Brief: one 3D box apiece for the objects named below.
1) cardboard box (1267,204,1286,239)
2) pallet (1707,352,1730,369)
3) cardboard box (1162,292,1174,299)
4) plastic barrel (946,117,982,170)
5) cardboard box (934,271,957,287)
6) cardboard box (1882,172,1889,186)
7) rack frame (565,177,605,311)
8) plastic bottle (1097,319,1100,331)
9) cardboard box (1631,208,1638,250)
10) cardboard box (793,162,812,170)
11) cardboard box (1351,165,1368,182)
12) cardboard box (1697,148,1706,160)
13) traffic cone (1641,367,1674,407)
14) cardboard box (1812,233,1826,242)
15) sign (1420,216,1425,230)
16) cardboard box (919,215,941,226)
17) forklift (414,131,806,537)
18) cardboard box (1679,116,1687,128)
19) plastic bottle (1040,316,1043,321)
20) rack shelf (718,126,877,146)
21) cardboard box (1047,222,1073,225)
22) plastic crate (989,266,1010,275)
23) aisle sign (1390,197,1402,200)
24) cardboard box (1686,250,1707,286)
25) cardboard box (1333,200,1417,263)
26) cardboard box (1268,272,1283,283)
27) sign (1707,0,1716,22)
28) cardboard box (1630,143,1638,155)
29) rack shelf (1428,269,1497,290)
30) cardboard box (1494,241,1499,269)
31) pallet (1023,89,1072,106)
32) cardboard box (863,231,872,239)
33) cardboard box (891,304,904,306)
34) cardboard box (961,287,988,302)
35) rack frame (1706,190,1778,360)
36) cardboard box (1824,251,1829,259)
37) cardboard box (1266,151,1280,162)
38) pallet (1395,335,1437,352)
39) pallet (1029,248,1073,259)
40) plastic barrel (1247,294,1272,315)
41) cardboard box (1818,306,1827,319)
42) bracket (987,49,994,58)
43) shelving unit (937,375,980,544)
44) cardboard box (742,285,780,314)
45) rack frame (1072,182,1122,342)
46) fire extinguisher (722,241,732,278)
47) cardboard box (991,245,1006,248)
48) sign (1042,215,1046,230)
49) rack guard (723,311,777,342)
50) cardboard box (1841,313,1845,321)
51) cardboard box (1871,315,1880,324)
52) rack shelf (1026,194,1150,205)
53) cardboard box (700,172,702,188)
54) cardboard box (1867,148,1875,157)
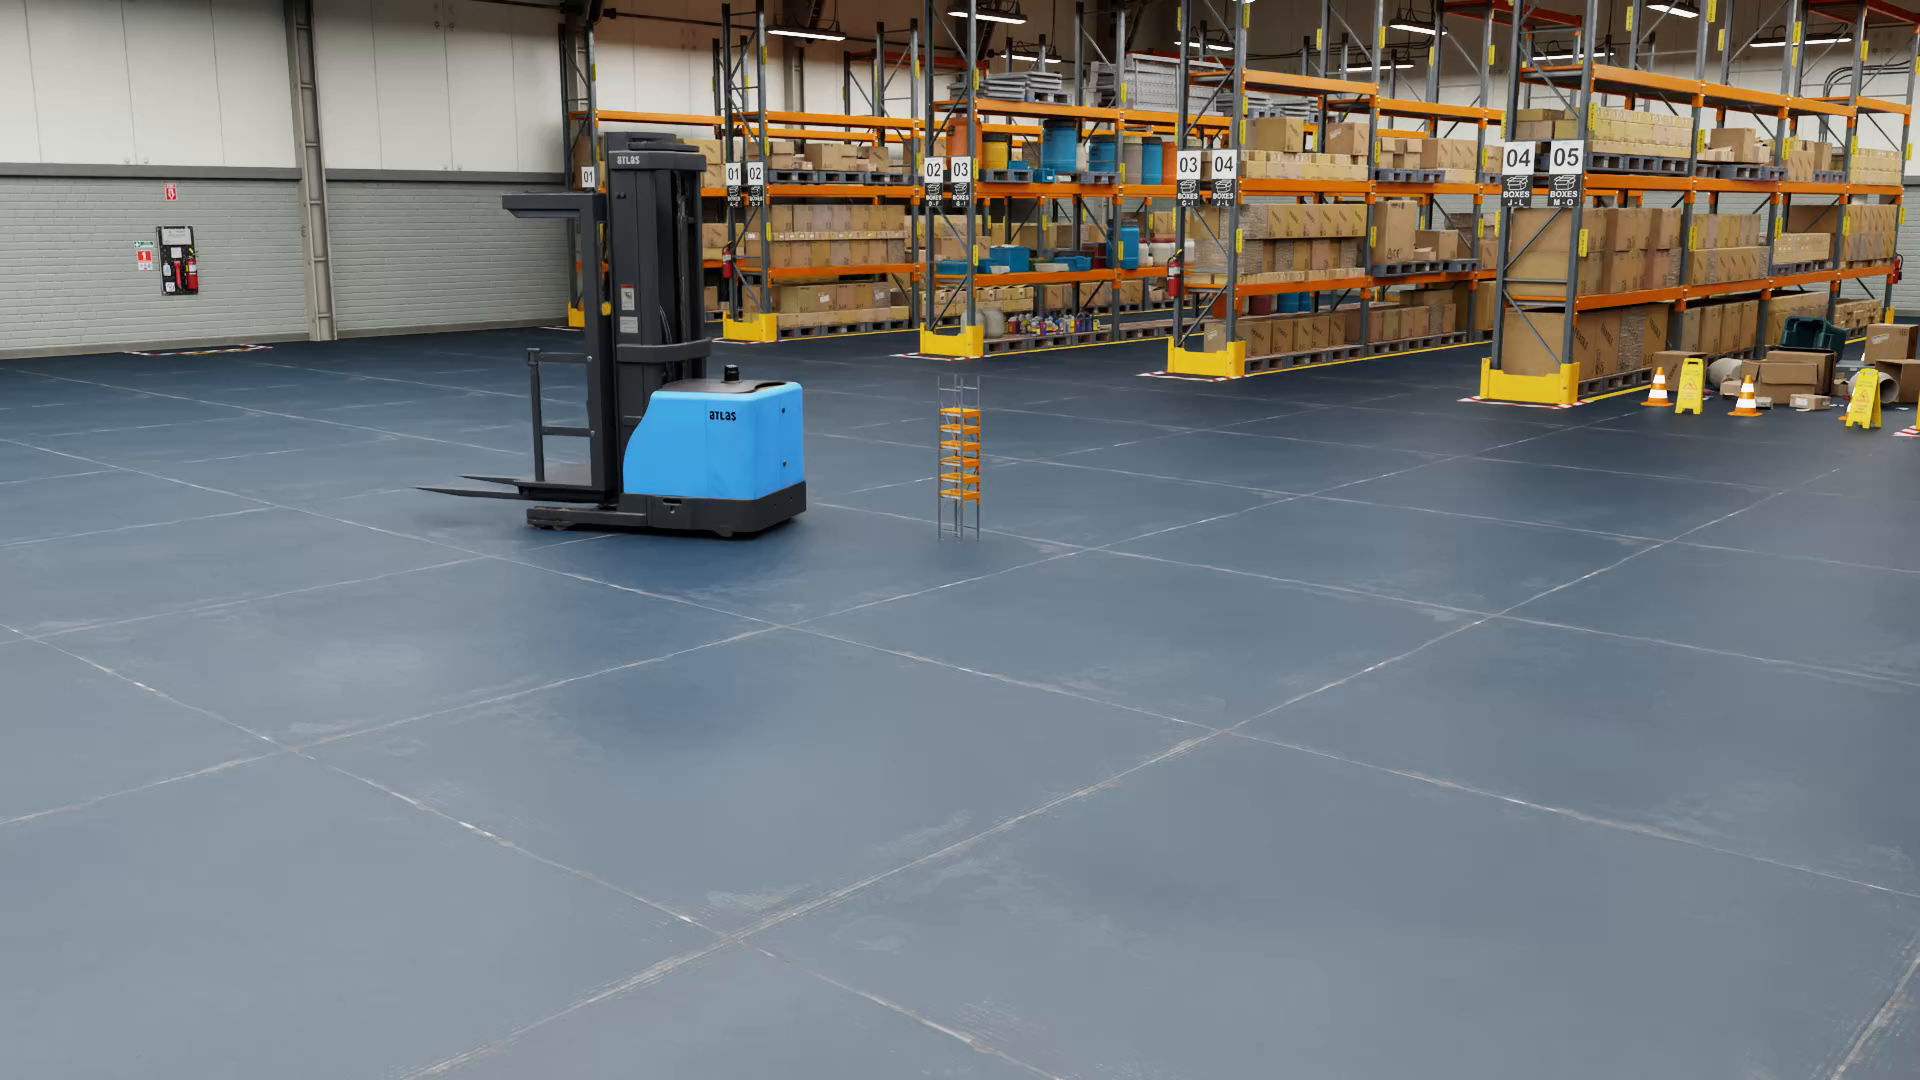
[{"bbox_3d":[4.465,-4.711,24.571,0.500,0.500,0.500,10,15,40],"label":"cardboard box"},{"bbox_3d":[11.120,-2.776,25.570,1.003,0.211,1.213,10,15,40],"label":"pallet"},{"bbox_3d":[5.048,-5.943,40.417,0.380,0.166,0.250,10,15,40],"label":"cardboard box"},{"bbox_3d":[0.067,-6.523,27.385,0.600,0.830,0.708,10,15,40],"label":"plastic barrel"},{"bbox_3d":[-0.595,-6.502,41.524,0.750,0.750,0.750,10,15,42],"label":"cardboard box"},{"bbox_3d":[17.013,-6.754,31.093,0.500,0.250,0.500,11,15,43],"label":"cardboard box"},{"bbox_3d":[-7.600,-5.829,33.735,1.000,3.000,0.127,10,15,40],"label":"rack frame"},{"bbox_3d":[2.477,-3.886,30.030,0.097,0.201,0.097,0,11,0],"label":"plastic bottle"},{"bbox_3d":[8.513,-4.156,22.222,0.875,0.550,0.500,10,15,40],"label":"cardboard box"},{"bbox_3d":[-2.968,-6.961,30.959,0.380,0.149,0.250,10,15,40],"label":"cardboard box"},{"bbox_3d":[6.098,-5.792,26.278,0.500,0.250,0.500,11,15,42],"label":"cardboard box"},{"bbox_3d":[10.448,-5.556,23.728,0.258,0.266,0.396,9,15,39],"label":"cardboard box"},{"bbox_3d":[8.638,-1.902,20.551,0.336,0.463,0.334,10,15,40],"label":"traffic cone"},{"bbox_3d":[14.847,-5.267,28.974,0.380,0.149,0.250,9,15,39],"label":"cardboard box"},{"bbox_3d":[8.424,-5.723,30.252,0.100,0.325,0.005,10,15,40],"label":"sign"},{"bbox_3d":[-0.812,-7.841,40.828,0.500,0.250,0.500,9,15,39],"label":"cardboard box"},{"bbox_3d":[-2.777,-1.605,12.762,3.031,2.935,1.130,4,12,17],"label":"forklift"},{"bbox_3d":[9.693,-5.701,22.717,0.380,0.149,0.250,10,15,40],"label":"cardboard box"},{"bbox_3d":[1.444,-3.895,29.894,0.097,0.271,0.097,0,11,0],"label":"plastic bottle"},{"bbox_3d":[-3.640,-9.104,37.676,1.077,0.370,4.000,10,15,40],"label":"rack shelf"},{"bbox_3d":[2.632,-8.253,45.109,0.980,0.700,0.700,11,16,43],"label":"cardboard box"},{"bbox_3d":[0.674,-4.508,27.798,0.298,0.136,0.250,10,15,40],"label":"plastic crate"},{"bbox_3d":[10.228,-8.225,39.098,0.394,0.787,0.004,10,15,40],"label":"aisle sign"},{"bbox_3d":[10.411,-3.931,23.980,0.500,0.500,0.500,10,15,41],"label":"cardboard box"},{"bbox_3d":[6.832,-5.095,27.457,1.000,1.000,1.000,10,15,41],"label":"cardboard box"},{"bbox_3d":[4.605,-3.940,24.919,0.380,0.149,0.250,10,15,40],"label":"cardboard box"},{"bbox_3d":[10.262,-7.242,22.705,0.100,0.325,0.005,10,15,40],"label":"sign"},{"bbox_3d":[8.521,-5.048,21.485,0.380,0.149,0.250,10,15,40],"label":"cardboard box"},{"bbox_3d":[10.163,-5.026,31.552,1.077,0.370,4.000,10,15,40],"label":"rack shelf"},{"bbox_3d":[9.707,-5.246,30.562,0.500,0.500,0.500,9,15,39],"label":"cardboard box"},{"bbox_3d":[1.154,-7.484,28.210,1.003,0.211,1.213,10,15,40],"label":"pallet"},{"bbox_3d":[-1.928,-5.927,32.316,0.380,0.149,0.250,10,15,40],"label":"cardboard box"},{"bbox_3d":[-1.180,-4.733,34.198,0.500,0.250,0.500,10,15,40],"label":"cardboard box"},{"bbox_3d":[0.238,-5.165,34.927,0.500,0.311,0.500,10,15,42],"label":"cardboard box"},{"bbox_3d":[12.502,-4.428,26.723,1.000,3.000,0.127,10,15,40],"label":"rack frame"},{"bbox_3d":[15.029,-5.015,29.232,0.380,0.149,0.250,9,15,39],"label":"cardboard box"},{"bbox_3d":[4.469,-5.620,24.399,0.380,0.149,0.250,11,15,43],"label":"cardboard box"},{"bbox_3d":[7.521,-3.423,28.812,1.003,0.211,1.213,10,15,40],"label":"pallet"},{"bbox_3d":[1.799,-6.380,36.987,1.213,0.211,1.003,10,15,40],"label":"pallet"},{"bbox_3d":[6.178,-4.988,34.613,0.600,0.588,0.708,10,15,40],"label":"plastic barrel"},{"bbox_3d":[14.843,-3.855,29.165,0.500,0.500,0.500,9,15,39],"label":"cardboard box"},{"bbox_3d":[0.674,-12.531,42.785,0.235,0.232,0.430,10,15,40],"label":"bracket"},{"bbox_3d":[-0.010,-0.586,12.083,0.258,1.200,0.189,10,15,40],"label":"shelving unit"},{"bbox_3d":[-3.746,-4.531,31.273,0.500,0.500,0.500,10,15,40],"label":"cardboard box"},{"bbox_3d":[2.482,-5.136,30.268,1.000,3.000,0.127,10,15,40],"label":"rack frame"},{"bbox_3d":[-4.304,-5.193,30.752,0.296,0.674,0.183,10,15,40],"label":"fire extinguisher"},{"bbox_3d":[0.668,-6.215,35.899,0.500,0.311,0.500,10,15,40],"label":"cardboard box"},{"bbox_3d":[1.823,-6.862,35.953,0.100,0.325,0.005,10,15,40],"label":"sign"},{"bbox_3d":[-3.893,-3.959,30.758,1.175,0.500,0.348,10,15,40],"label":"rack guard"},{"bbox_3d":[16.036,-4.111,30.583,0.380,0.149,0.250,9,14,37],"label":"cardboard box"},{"bbox_3d":[17.498,-4.258,32.076,0.380,0.149,0.250,10,15,42],"label":"cardboard box"},{"bbox_3d":[2.724,-7.778,37.674,1.077,0.370,4.000,10,15,40],"label":"rack shelf"},{"bbox_3d":[-5.788,-7.681,35.046,0.500,0.500,0.500,9,14,38],"label":"cardboard box"},{"bbox_3d":[16.420,-7.053,30.297,0.380,0.149,0.250,11,16,43],"label":"cardboard box"}]
